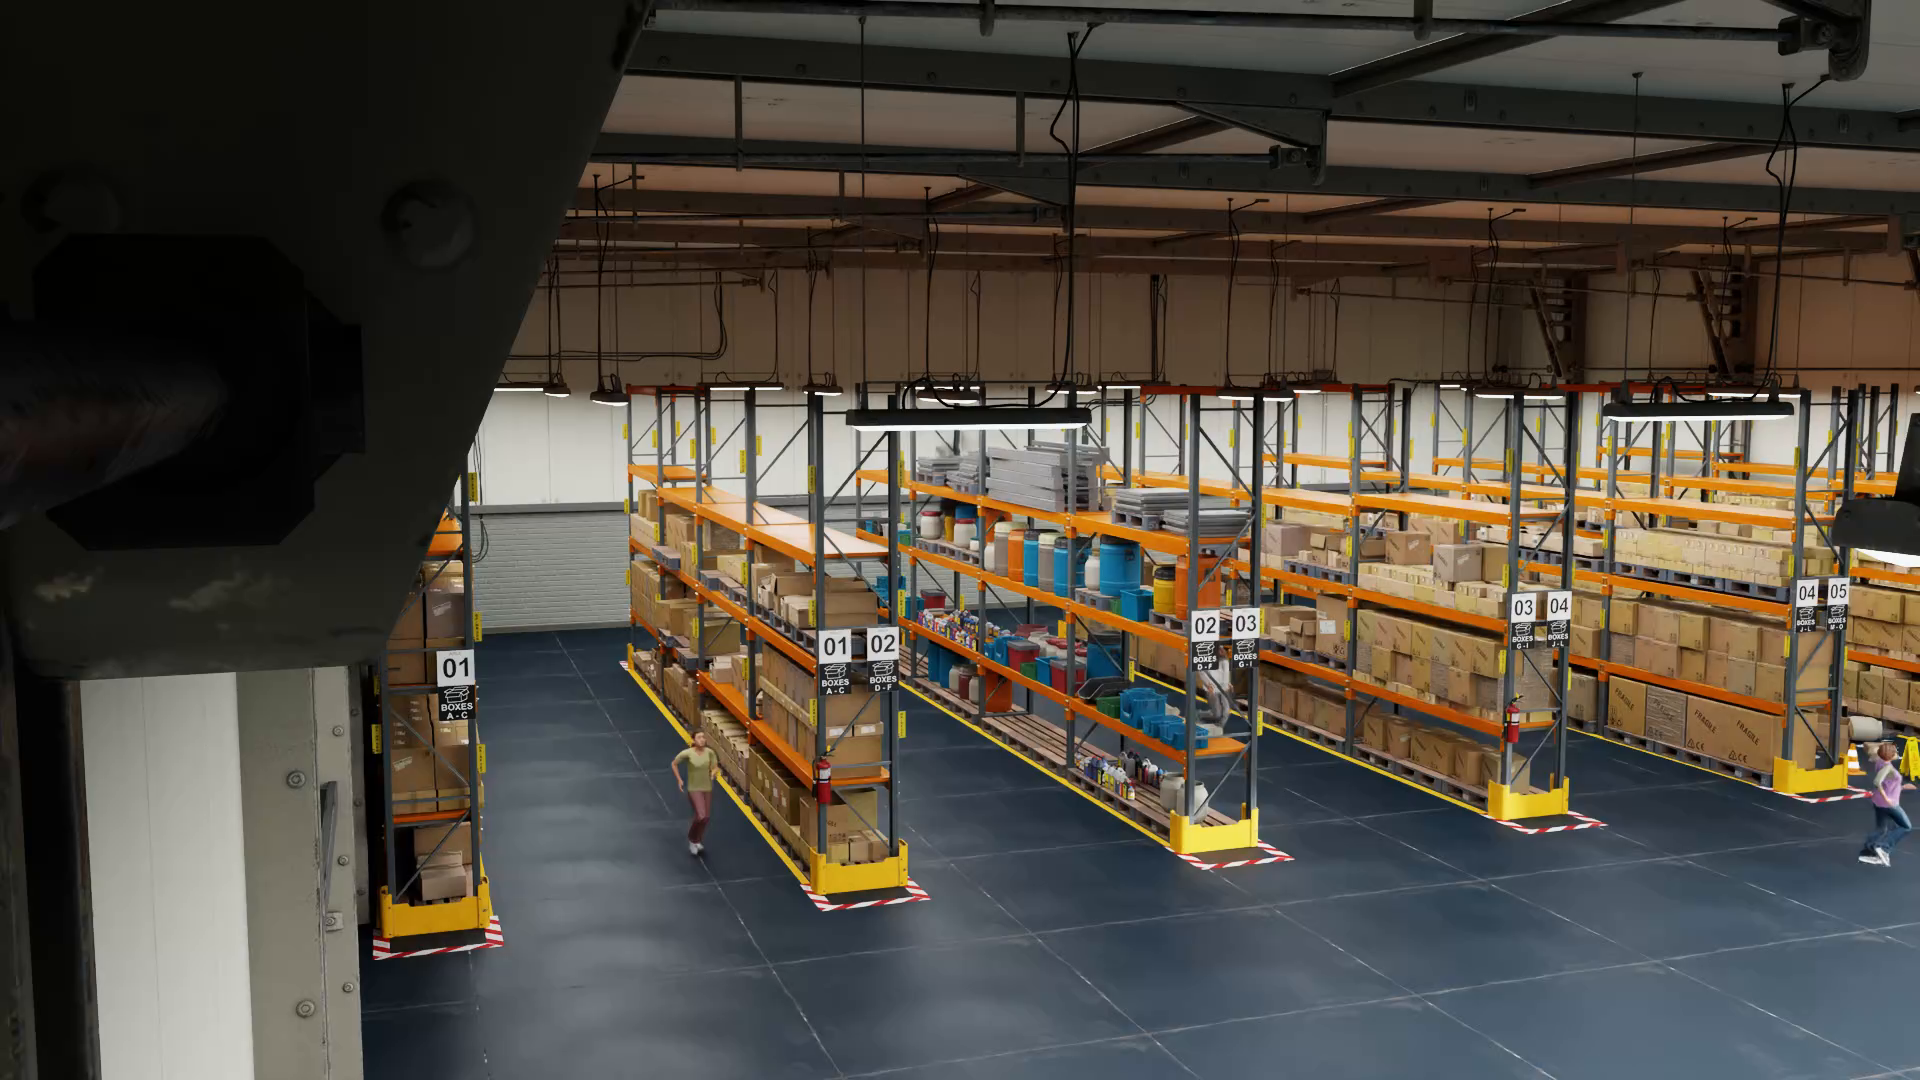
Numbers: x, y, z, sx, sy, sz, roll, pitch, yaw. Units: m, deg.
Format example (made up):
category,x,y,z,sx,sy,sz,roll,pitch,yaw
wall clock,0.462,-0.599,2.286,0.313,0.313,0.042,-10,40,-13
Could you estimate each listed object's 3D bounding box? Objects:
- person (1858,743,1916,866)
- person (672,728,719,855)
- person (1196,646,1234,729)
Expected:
category,x,y,z,sx,sy,sz,roll,pitch,yaw
person,11.775,3.355,21.085,0.635,1.563,0.509,1,6,9
person,-3.374,3.268,21.606,0.554,1.642,0.597,-4,7,-35
person,4.355,2.544,28.461,0.647,1.727,0.637,-3,7,-29
